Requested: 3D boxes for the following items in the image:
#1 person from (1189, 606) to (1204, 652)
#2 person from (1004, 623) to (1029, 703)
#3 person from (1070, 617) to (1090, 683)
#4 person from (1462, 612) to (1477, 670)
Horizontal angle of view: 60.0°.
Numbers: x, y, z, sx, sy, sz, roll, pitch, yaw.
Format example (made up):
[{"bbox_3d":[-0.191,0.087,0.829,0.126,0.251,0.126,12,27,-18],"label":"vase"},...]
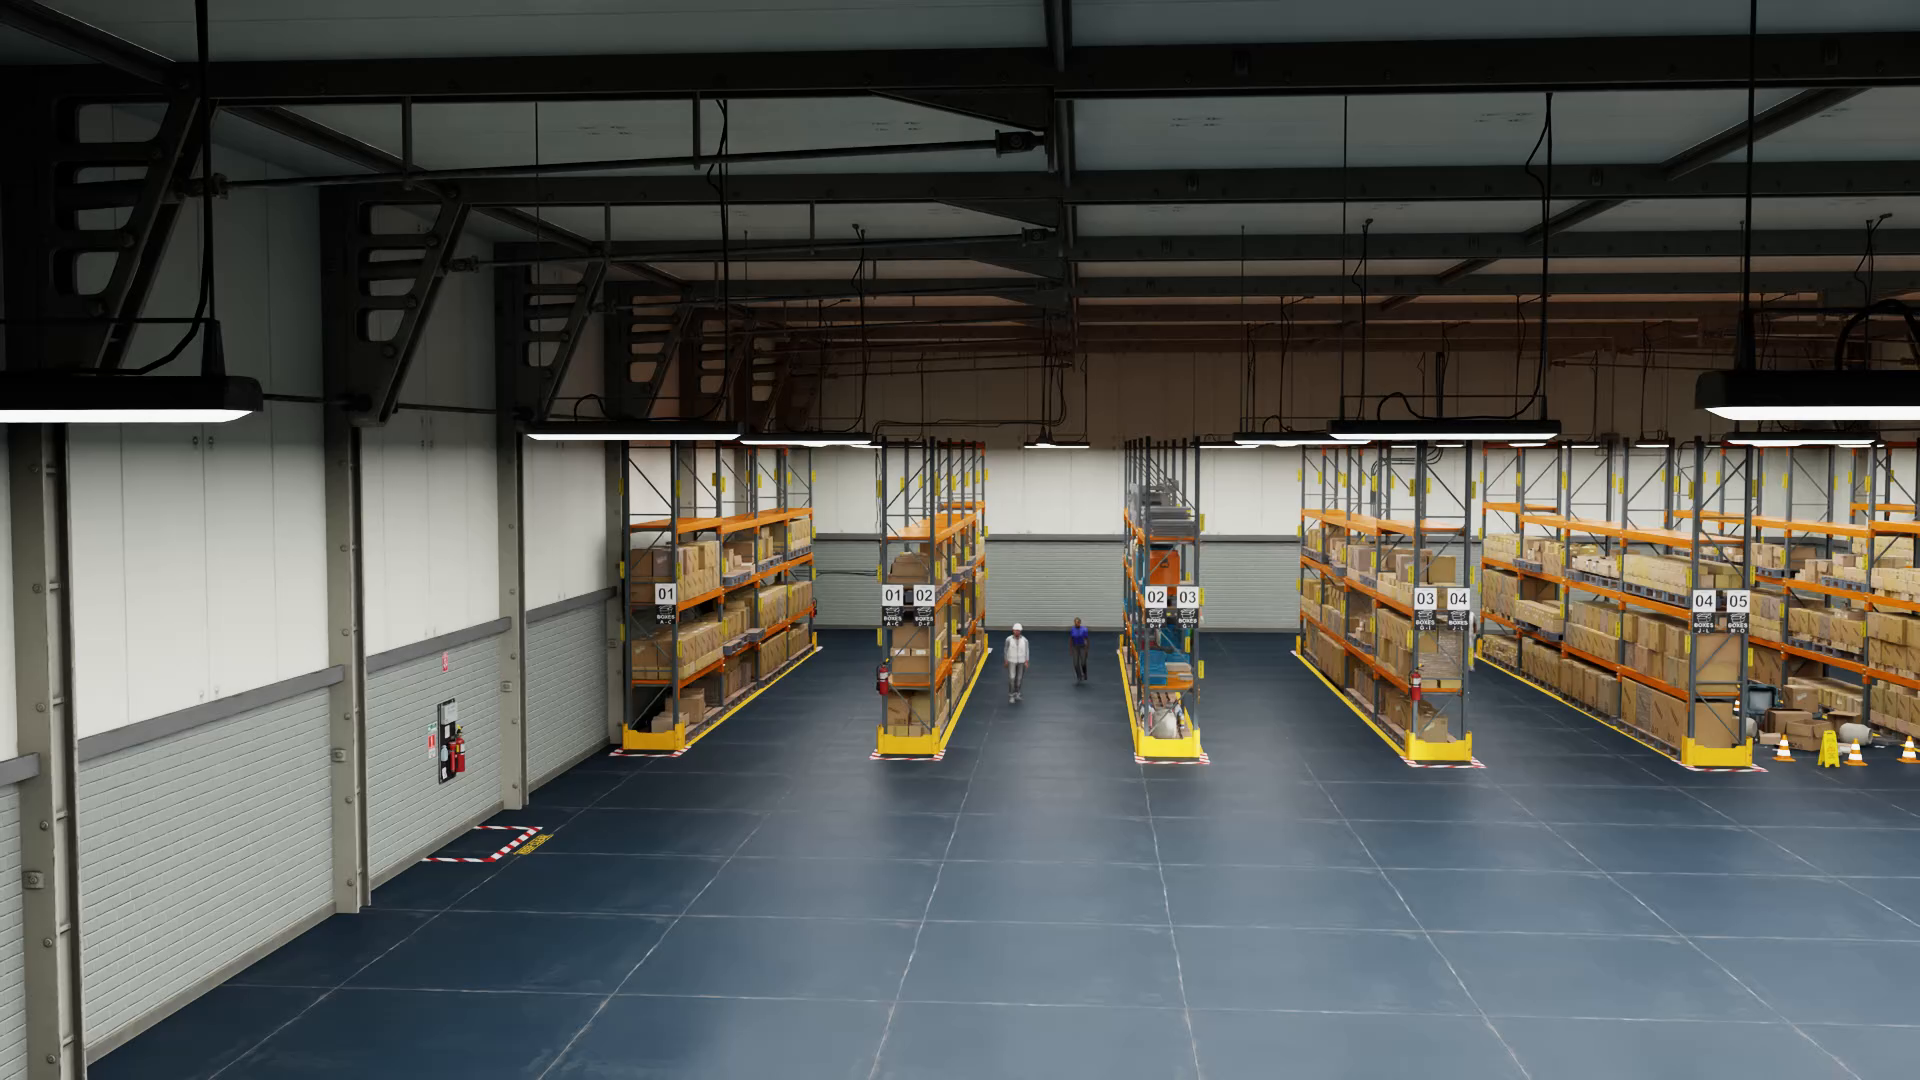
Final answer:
[{"bbox_3d":[6.565,2.338,47.509,0.714,1.839,0.547,-1,3,-14],"label":"person"},{"bbox_3d":[1.301,2.803,38.074,0.559,1.791,0.585,0,3,-9],"label":"person"},{"bbox_3d":[2.980,2.712,41.192,0.507,1.636,0.559,1,3,17],"label":"person"},{"bbox_3d":[13.250,2.492,43.576,0.570,1.743,0.901,1,3,17],"label":"person"}]
